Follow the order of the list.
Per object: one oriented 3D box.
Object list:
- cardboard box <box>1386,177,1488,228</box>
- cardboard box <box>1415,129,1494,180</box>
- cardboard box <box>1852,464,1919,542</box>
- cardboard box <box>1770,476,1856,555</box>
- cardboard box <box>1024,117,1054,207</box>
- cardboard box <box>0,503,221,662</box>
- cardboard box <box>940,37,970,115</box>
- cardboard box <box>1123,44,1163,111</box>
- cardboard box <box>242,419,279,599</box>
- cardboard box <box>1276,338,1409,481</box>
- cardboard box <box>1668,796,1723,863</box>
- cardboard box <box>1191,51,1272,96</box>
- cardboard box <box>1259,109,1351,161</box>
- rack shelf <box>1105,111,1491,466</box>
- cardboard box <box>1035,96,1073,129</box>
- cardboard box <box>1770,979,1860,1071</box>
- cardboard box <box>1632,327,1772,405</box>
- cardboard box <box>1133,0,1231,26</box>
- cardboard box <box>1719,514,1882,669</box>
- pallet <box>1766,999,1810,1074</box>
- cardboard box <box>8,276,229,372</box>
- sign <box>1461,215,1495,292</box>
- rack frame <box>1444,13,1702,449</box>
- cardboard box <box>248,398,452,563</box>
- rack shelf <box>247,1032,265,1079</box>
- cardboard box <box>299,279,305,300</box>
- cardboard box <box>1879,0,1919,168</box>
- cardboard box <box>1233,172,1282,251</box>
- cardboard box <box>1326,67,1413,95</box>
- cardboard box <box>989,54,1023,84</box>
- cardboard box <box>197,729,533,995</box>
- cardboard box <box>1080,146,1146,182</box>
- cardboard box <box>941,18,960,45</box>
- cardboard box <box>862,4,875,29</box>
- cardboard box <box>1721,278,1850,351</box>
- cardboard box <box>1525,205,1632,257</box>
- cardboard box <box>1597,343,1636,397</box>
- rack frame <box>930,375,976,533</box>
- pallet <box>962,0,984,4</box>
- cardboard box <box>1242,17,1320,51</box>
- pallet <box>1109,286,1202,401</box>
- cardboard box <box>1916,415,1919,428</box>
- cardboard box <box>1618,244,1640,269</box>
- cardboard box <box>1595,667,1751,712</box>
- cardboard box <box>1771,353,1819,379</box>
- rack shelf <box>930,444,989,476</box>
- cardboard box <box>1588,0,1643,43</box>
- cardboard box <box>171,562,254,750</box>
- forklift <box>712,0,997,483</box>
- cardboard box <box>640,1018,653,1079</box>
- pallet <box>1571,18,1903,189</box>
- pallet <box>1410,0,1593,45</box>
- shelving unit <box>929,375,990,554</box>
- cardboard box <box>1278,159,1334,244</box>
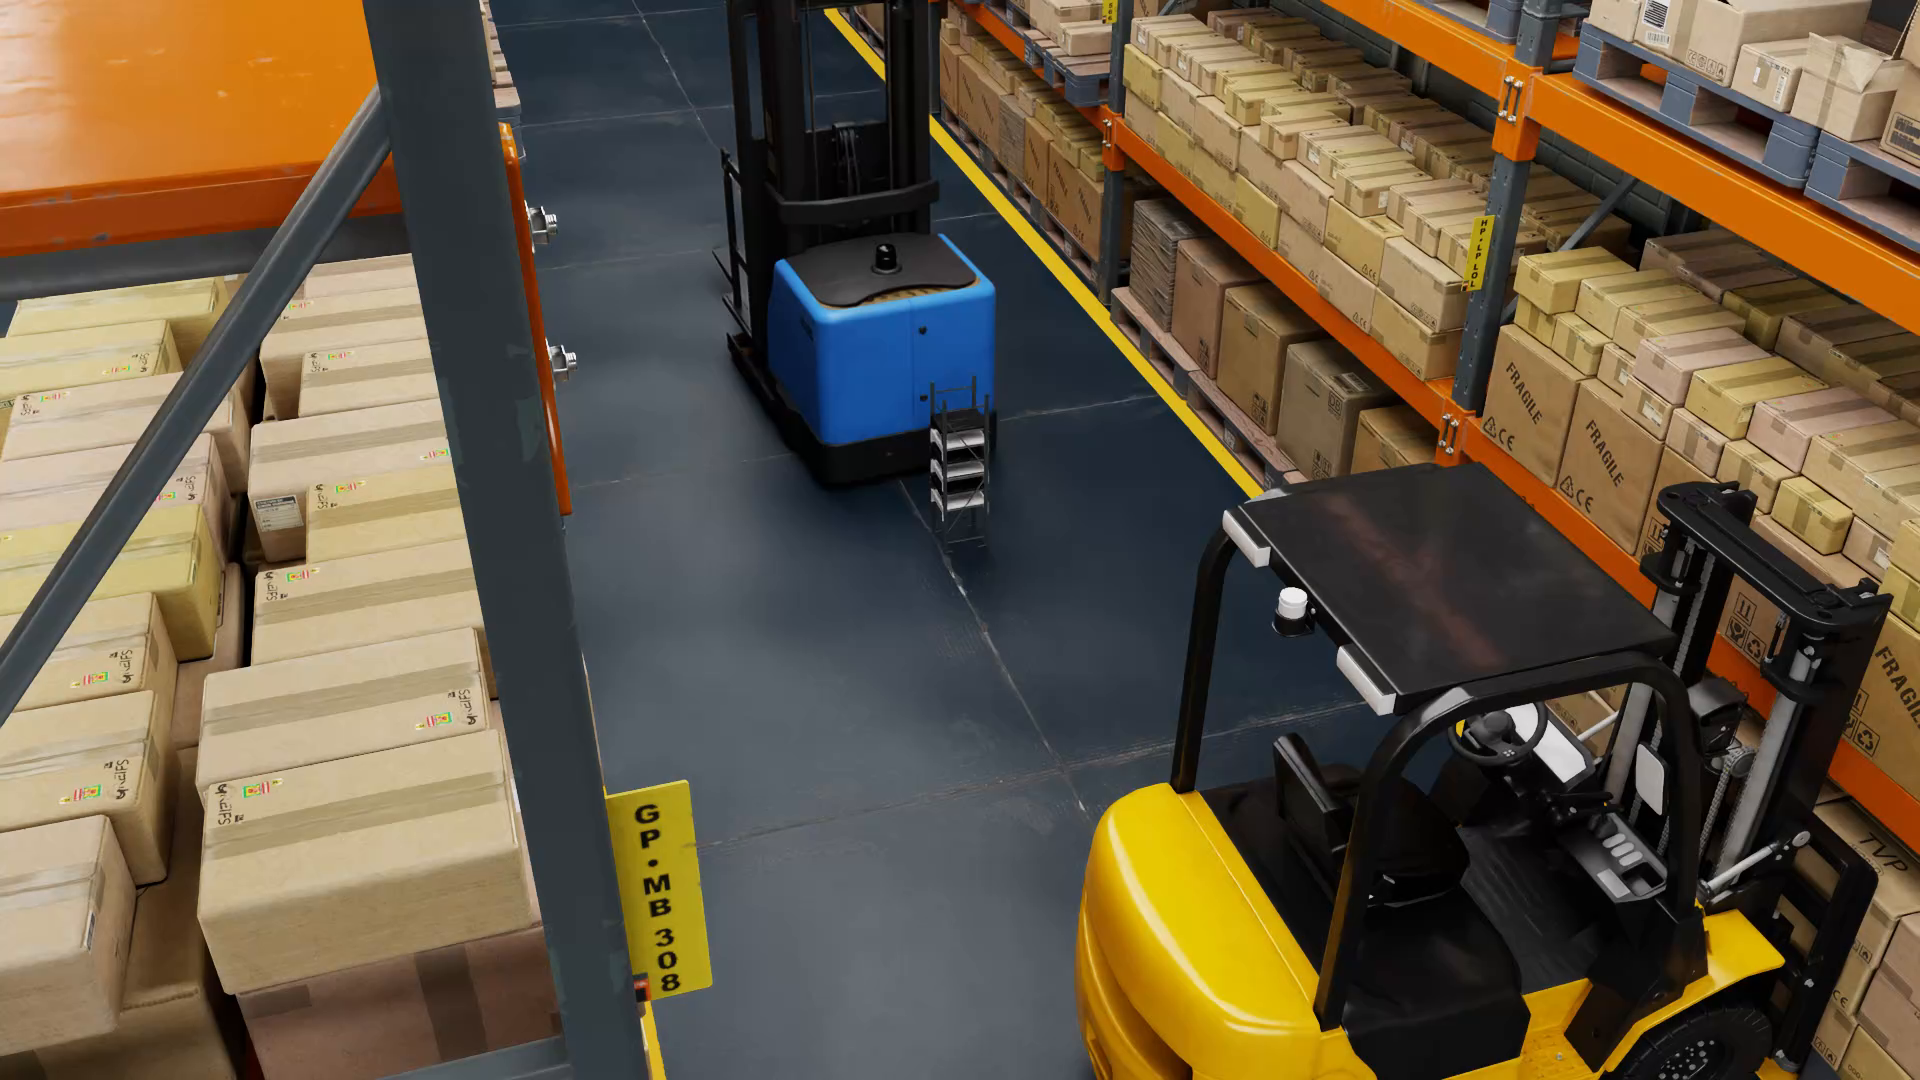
[{"bbox_3d":[2.208,-1.546,7.690,0.380,0.149,0.250,-10,35,-15],"label":"cardboard box"},{"bbox_3d":[2.484,-1.901,8.227,0.380,0.149,0.250,-10,35,-15],"label":"cardboard box"},{"bbox_3d":[3.080,-0.115,5.254,0.380,0.149,0.250,-10,35,-14],"label":"cardboard box"},{"bbox_3d":[2.943,-0.107,5.513,0.380,0.149,0.250,-11,35,-16],"label":"cardboard box"},{"bbox_3d":[0.785,-2.779,12.121,0.500,0.500,0.500,-9,34,-13],"label":"cardboard box"},{"bbox_3d":[-1.412,0.093,2.672,0.380,0.149,0.250,-10,35,-14],"label":"cardboard box"},{"bbox_3d":[0.137,-3.862,13.761,0.500,0.500,0.500,-9,34,-13],"label":"cardboard box"},{"bbox_3d":[1.303,-2.790,9.933,0.500,0.250,0.500,-10,35,-15],"label":"cardboard box"},{"bbox_3d":[-1.087,-0.040,3.235,0.500,0.250,0.500,-9,35,-13],"label":"cardboard box"},{"bbox_3d":[2.245,-0.687,8.842,0.875,0.625,0.625,-10,35,-15],"label":"cardboard box"},{"bbox_3d":[2.948,1.043,6.111,0.500,0.250,0.500,-10,35,-15],"label":"cardboard box"},{"bbox_3d":[1.518,-2.612,9.302,0.380,0.149,0.250,-10,35,-14],"label":"cardboard box"},{"bbox_3d":[1.755,-2.068,8.480,0.380,0.149,0.250,-11,35,-16],"label":"cardboard box"},{"bbox_3d":[2.034,-1.572,9.060,1.077,0.370,4.000,-10,35,-15],"label":"rack shelf"},{"bbox_3d":[0.767,-3.102,12.022,0.380,0.149,0.250,-11,35,-15],"label":"cardboard box"},{"bbox_3d":[3.133,1.530,5.827,0.500,0.250,0.500,-10,35,-14],"label":"cardboard box"},{"bbox_3d":[2.691,-0.634,6.040,0.380,0.149,0.250,-9,35,-14],"label":"cardboard box"},{"bbox_3d":[1.415,-3.435,10.756,0.500,0.500,0.500,-8,34,-12],"label":"cardboard box"},{"bbox_3d":[2.994,0.217,5.610,0.500,0.500,0.500,-10,35,-14],"label":"cardboard box"},{"bbox_3d":[3.222,1.408,6.428,1.003,0.211,1.213,-10,35,-15],"label":"pallet"},{"bbox_3d":[-1.744,-0.442,3.482,0.380,0.149,0.250,-9,35,-14],"label":"cardboard box"},{"bbox_3d":[2.130,-1.175,6.830,0.100,0.325,0.005,-10,35,-15],"label":"sign"},{"bbox_3d":[2.644,-0.822,7.273,1.000,3.000,0.127,-10,35,-15],"label":"rack frame"},{"bbox_3d":[-1.058,-0.115,2.986,0.380,0.149,0.250,-10,35,-15],"label":"cardboard box"},{"bbox_3d":[-1.472,0.114,3.789,1.077,0.370,4.000,-10,35,-15],"label":"rack shelf"},{"bbox_3d":[-1.318,-0.665,3.819,0.380,0.149,0.250,-10,35,-14],"label":"cardboard box"},{"bbox_3d":[3.138,-1.293,4.699,0.797,0.503,0.637,-9,34,-13],"label":"cardboard box"},{"bbox_3d":[1.795,-1.778,8.857,0.500,0.250,0.500,-9,34,-13],"label":"cardboard box"},{"bbox_3d":[2.225,-2.448,9.055,0.380,0.149,0.250,-11,35,-16],"label":"cardboard box"},{"bbox_3d":[0.444,-3.648,12.847,0.380,0.149,0.250,-10,35,-15],"label":"cardboard box"},{"bbox_3d":[-0.776,0.415,2.185,0.380,0.149,0.250,-10,35,-15],"label":"cardboard box"},{"bbox_3d":[1.032,-2.542,11.173,0.380,0.149,0.250,-12,35,-17],"label":"cardboard box"},{"bbox_3d":[0.060,-4.192,13.671,0.380,0.149,0.250,-8,34,-12],"label":"cardboard box"},{"bbox_3d":[-0.631,-5.168,15.736,0.500,0.500,0.500,-9,35,-14],"label":"cardboard box"},{"bbox_3d":[3.159,-0.866,6.391,0.380,0.149,0.250,-10,35,-15],"label":"cardboard box"},{"bbox_3d":[2.741,-1.355,7.400,0.380,0.149,0.250,-11,35,-16],"label":"cardboard box"},{"bbox_3d":[2.677,-0.655,6.341,0.380,0.149,0.250,-10,35,-15],"label":"cardboard box"},{"bbox_3d":[-0.033,-0.433,8.589,0.240,0.900,0.006,-10,35,-15],"label":"rack frame"},{"bbox_3d":[0.343,-4.504,13.019,1.003,0.211,1.213,-10,35,-15],"label":"pallet"},{"bbox_3d":[1.902,-2.979,9.858,0.380,0.149,0.250,-9,35,-13],"label":"cardboard box"},{"bbox_3d":[1.638,-1.320,10.556,1.003,0.211,1.213,-10,35,-15],"label":"pallet"},{"bbox_3d":[3.436,-0.325,5.573,0.380,0.149,0.250,-9,35,-13],"label":"cardboard box"},{"bbox_3d":[2.733,-1.277,7.645,0.500,0.250,0.500,-11,35,-16],"label":"cardboard box"},{"bbox_3d":[2.802,0.569,6.374,0.500,0.250,0.500,-9,34,-13],"label":"cardboard box"},{"bbox_3d":[3.284,-0.613,6.278,0.380,0.149,0.250,-10,35,-14],"label":"cardboard box"},{"bbox_3d":[-0.002,-0.427,8.477,0.258,0.077,0.200,-10,35,-15],"label":"rack shelf"},{"bbox_3d":[2.491,-1.899,5.938,0.380,0.149,0.250,-9,35,-14],"label":"cardboard box"},{"bbox_3d":[-1.414,0.312,2.702,0.500,0.250,0.500,-10,35,-15],"label":"cardboard box"},{"bbox_3d":[-0.815,-2.335,9.625,1.130,2.935,3.031,-13,35,-18],"label":"forklift"},{"bbox_3d":[-0.654,0.740,2.417,0.380,0.149,0.250,-10,35,-15],"label":"cardboard box"},{"bbox_3d":[2.929,-1.593,5.799,1.003,0.211,1.213,-10,35,-15],"label":"pallet"},{"bbox_3d":[2.362,-2.454,7.196,0.805,0.209,1.217,-11,35,-17],"label":"pallet"},{"bbox_3d":[-0.002,-0.380,8.508,0.258,0.900,0.210,-10,35,-15],"label":"shelving unit"},{"bbox_3d":[1.936,-1.721,8.316,0.500,0.250,0.500,-9,35,-14],"label":"cardboard box"}]
